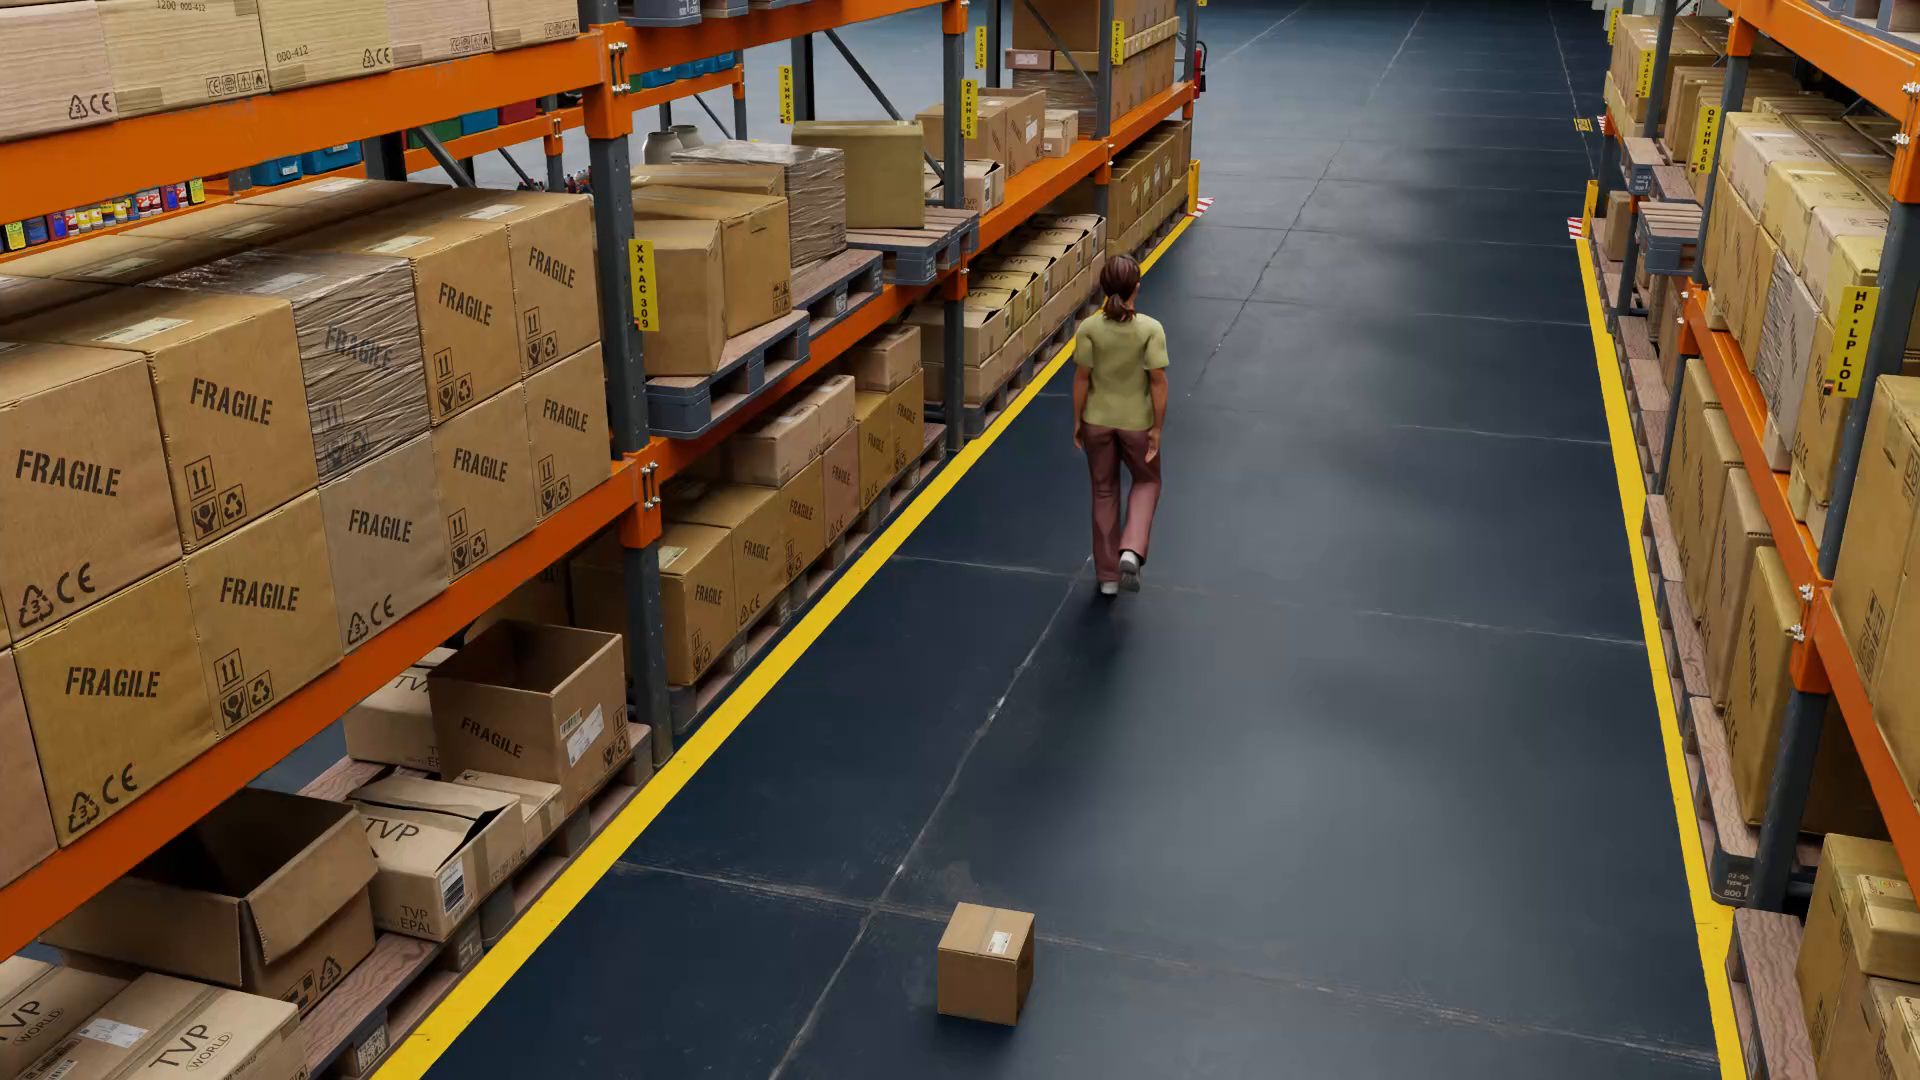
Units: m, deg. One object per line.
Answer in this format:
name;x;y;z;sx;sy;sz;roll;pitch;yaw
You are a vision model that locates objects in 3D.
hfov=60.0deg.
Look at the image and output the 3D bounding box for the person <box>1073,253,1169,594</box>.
person;0.750;-0.528;7.836;0.445;1.664;0.484;3;22;9
